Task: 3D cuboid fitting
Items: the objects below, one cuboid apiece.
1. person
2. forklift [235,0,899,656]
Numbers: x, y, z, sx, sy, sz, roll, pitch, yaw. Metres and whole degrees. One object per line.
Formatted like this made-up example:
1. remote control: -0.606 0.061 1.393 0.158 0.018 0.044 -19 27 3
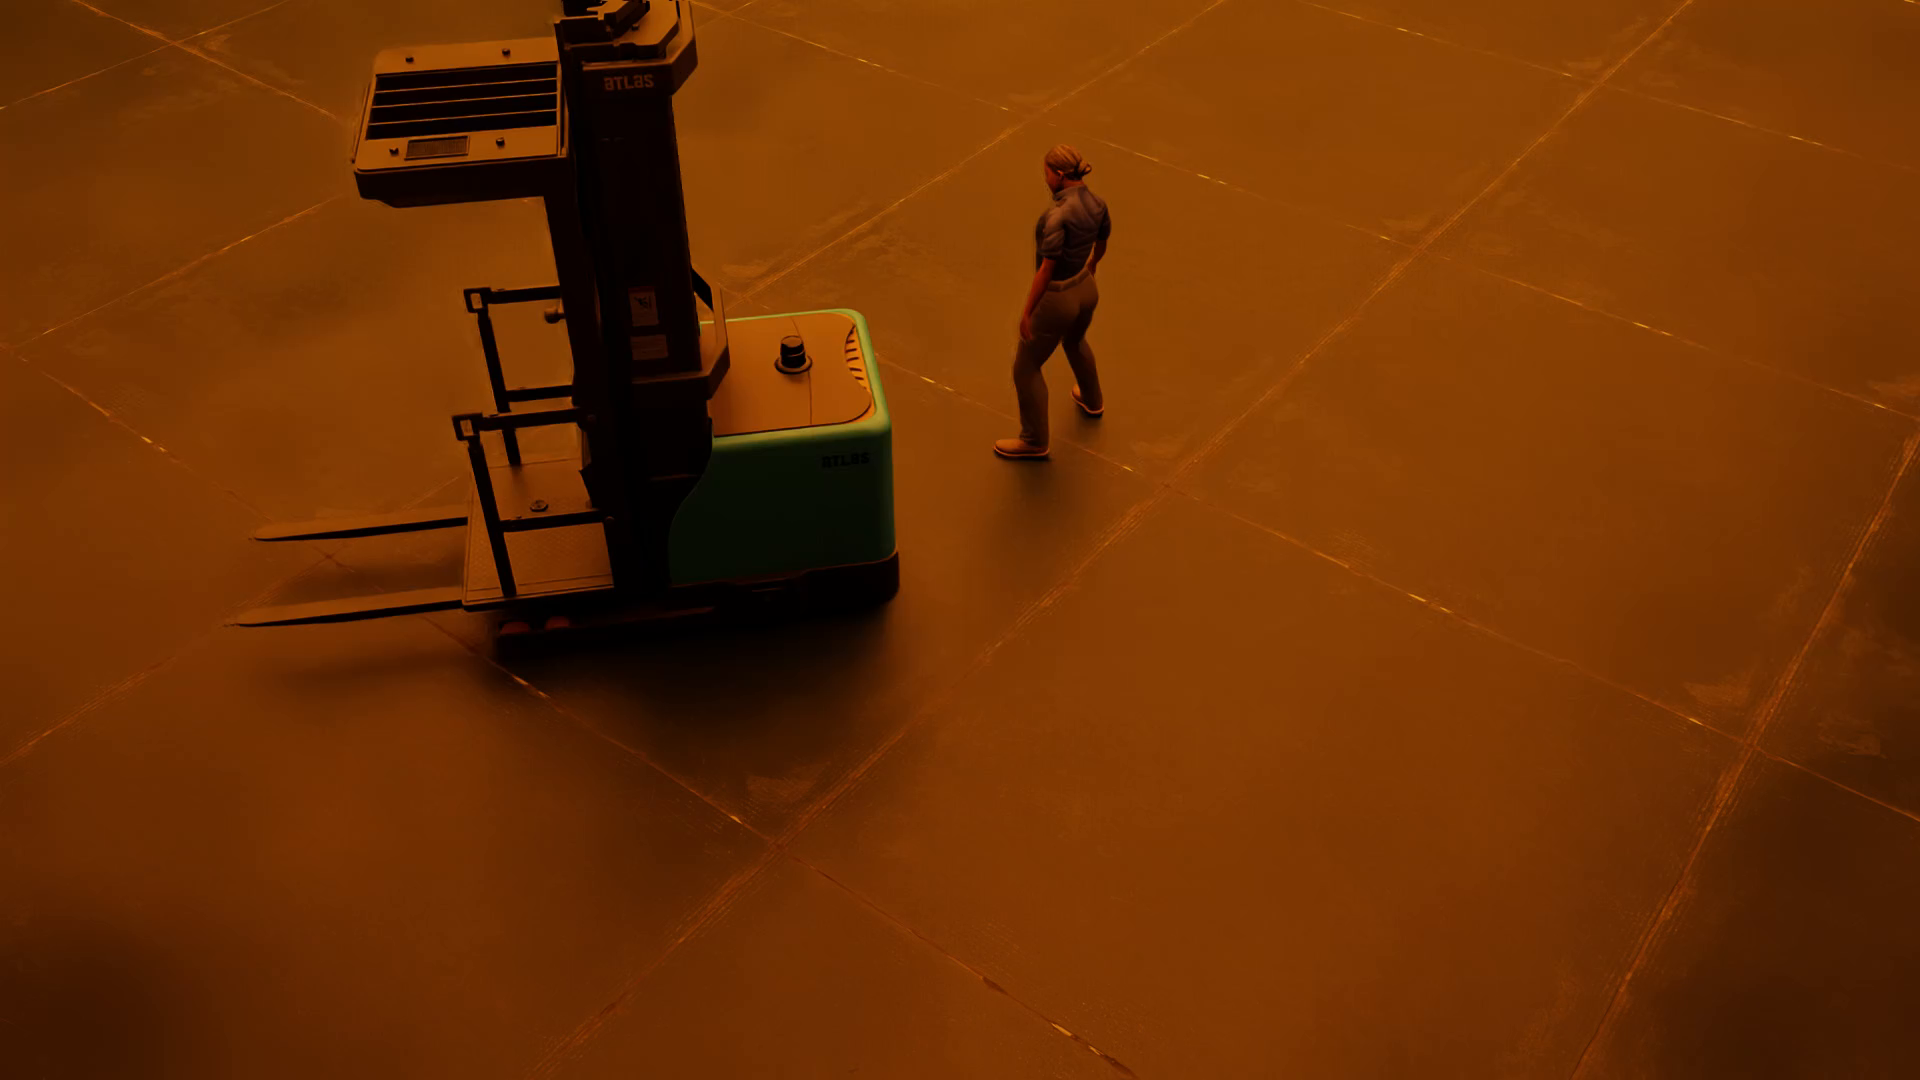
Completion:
1. person: 0.513 -1.246 8.569 0.345 1.609 0.838 29 48 30
2. forklift: -1.857 -0.949 7.187 3.031 2.935 1.130 -7 41 -8
